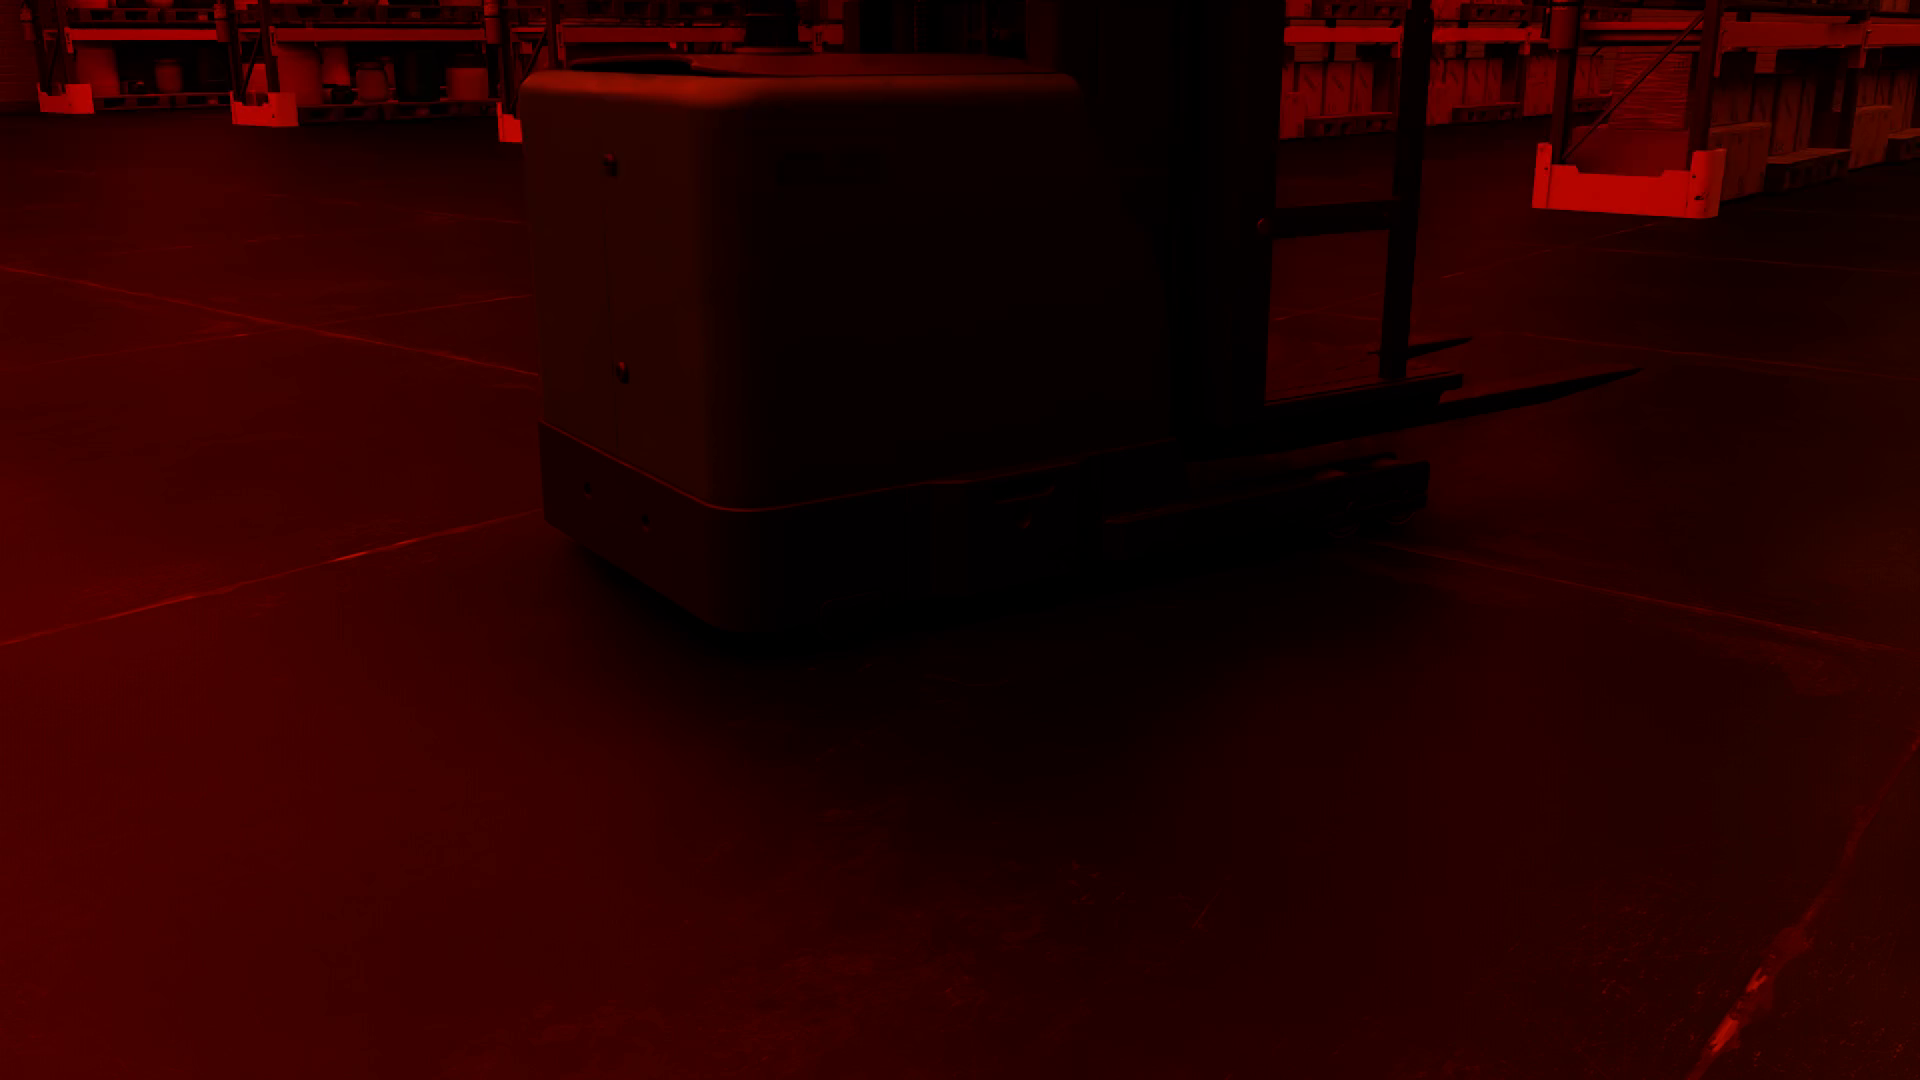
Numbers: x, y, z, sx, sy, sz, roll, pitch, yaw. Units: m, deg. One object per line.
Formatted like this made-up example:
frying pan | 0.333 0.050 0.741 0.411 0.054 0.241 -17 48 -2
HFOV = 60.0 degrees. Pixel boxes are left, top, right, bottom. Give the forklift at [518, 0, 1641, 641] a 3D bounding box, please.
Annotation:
forklift | 0.537 -1.520 3.905 3.031 2.935 1.130 -11 20 -33
